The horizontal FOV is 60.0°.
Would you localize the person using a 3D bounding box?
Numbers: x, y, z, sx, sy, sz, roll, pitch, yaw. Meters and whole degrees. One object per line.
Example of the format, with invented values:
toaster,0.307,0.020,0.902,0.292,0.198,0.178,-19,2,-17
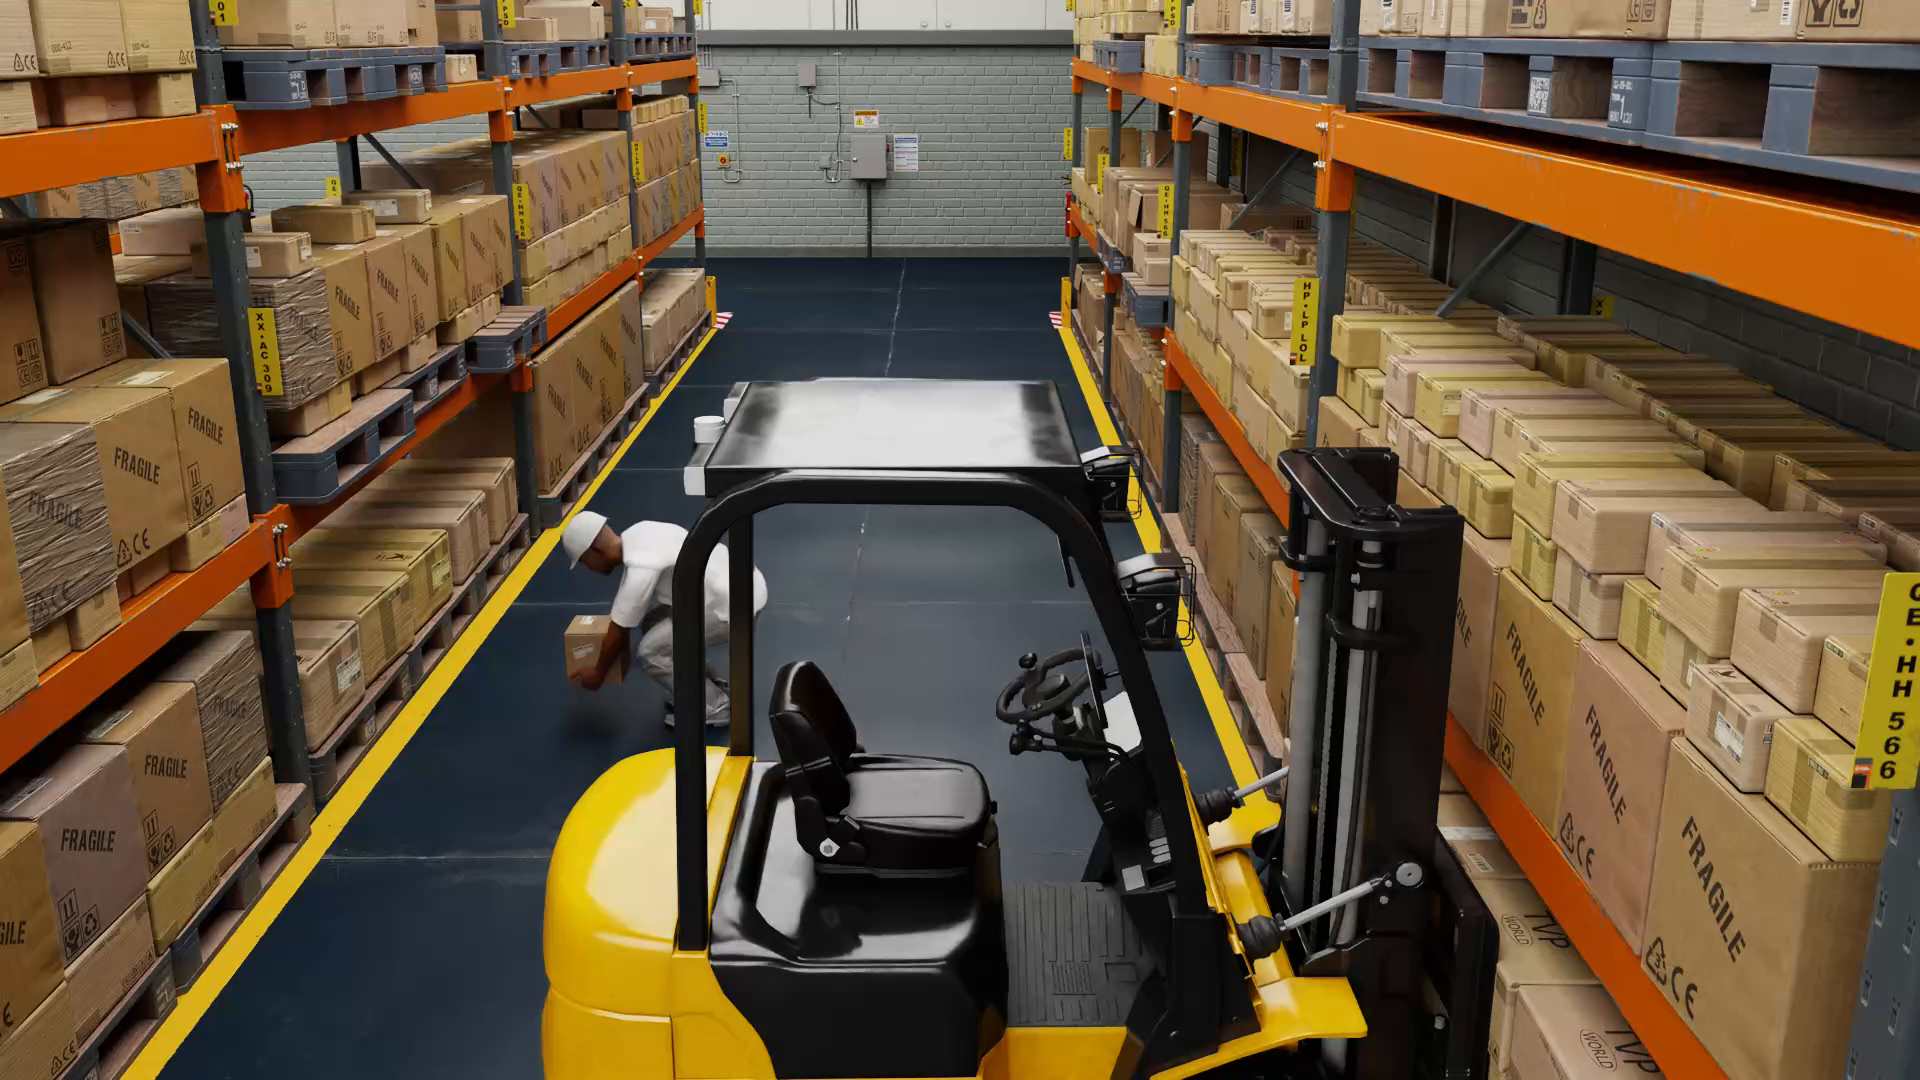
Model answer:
person,-1.345,0.348,7.669,0.911,1.010,0.534,-1,17,-2
